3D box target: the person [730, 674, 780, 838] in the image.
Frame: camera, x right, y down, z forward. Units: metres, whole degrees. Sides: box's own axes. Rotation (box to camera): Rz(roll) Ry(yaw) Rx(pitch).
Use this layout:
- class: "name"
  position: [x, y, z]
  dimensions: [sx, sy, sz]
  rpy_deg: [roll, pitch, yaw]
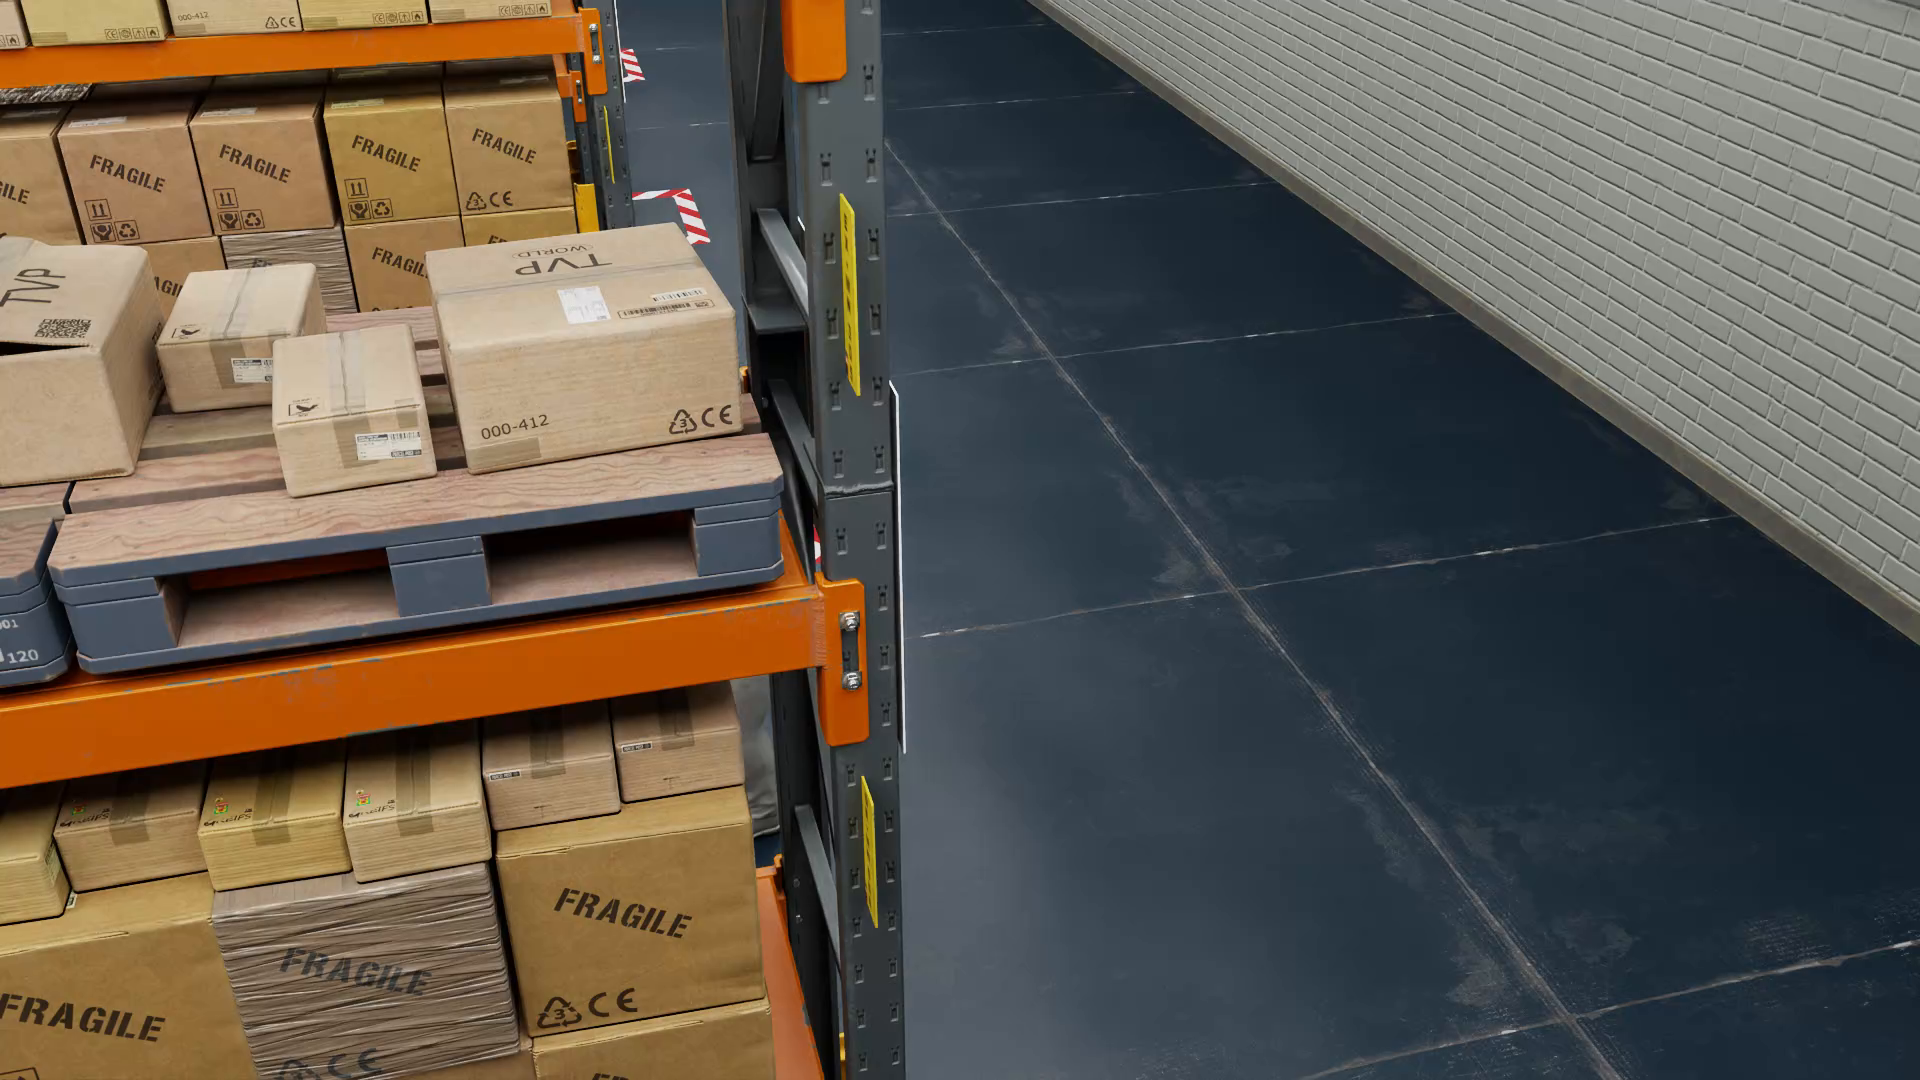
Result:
- class: "person"
  position: [-0.942, 0.380, 6.457]
  dimensions: [0.567, 1.762, 0.494]
  rpy_deg: [-7, 31, -12]
